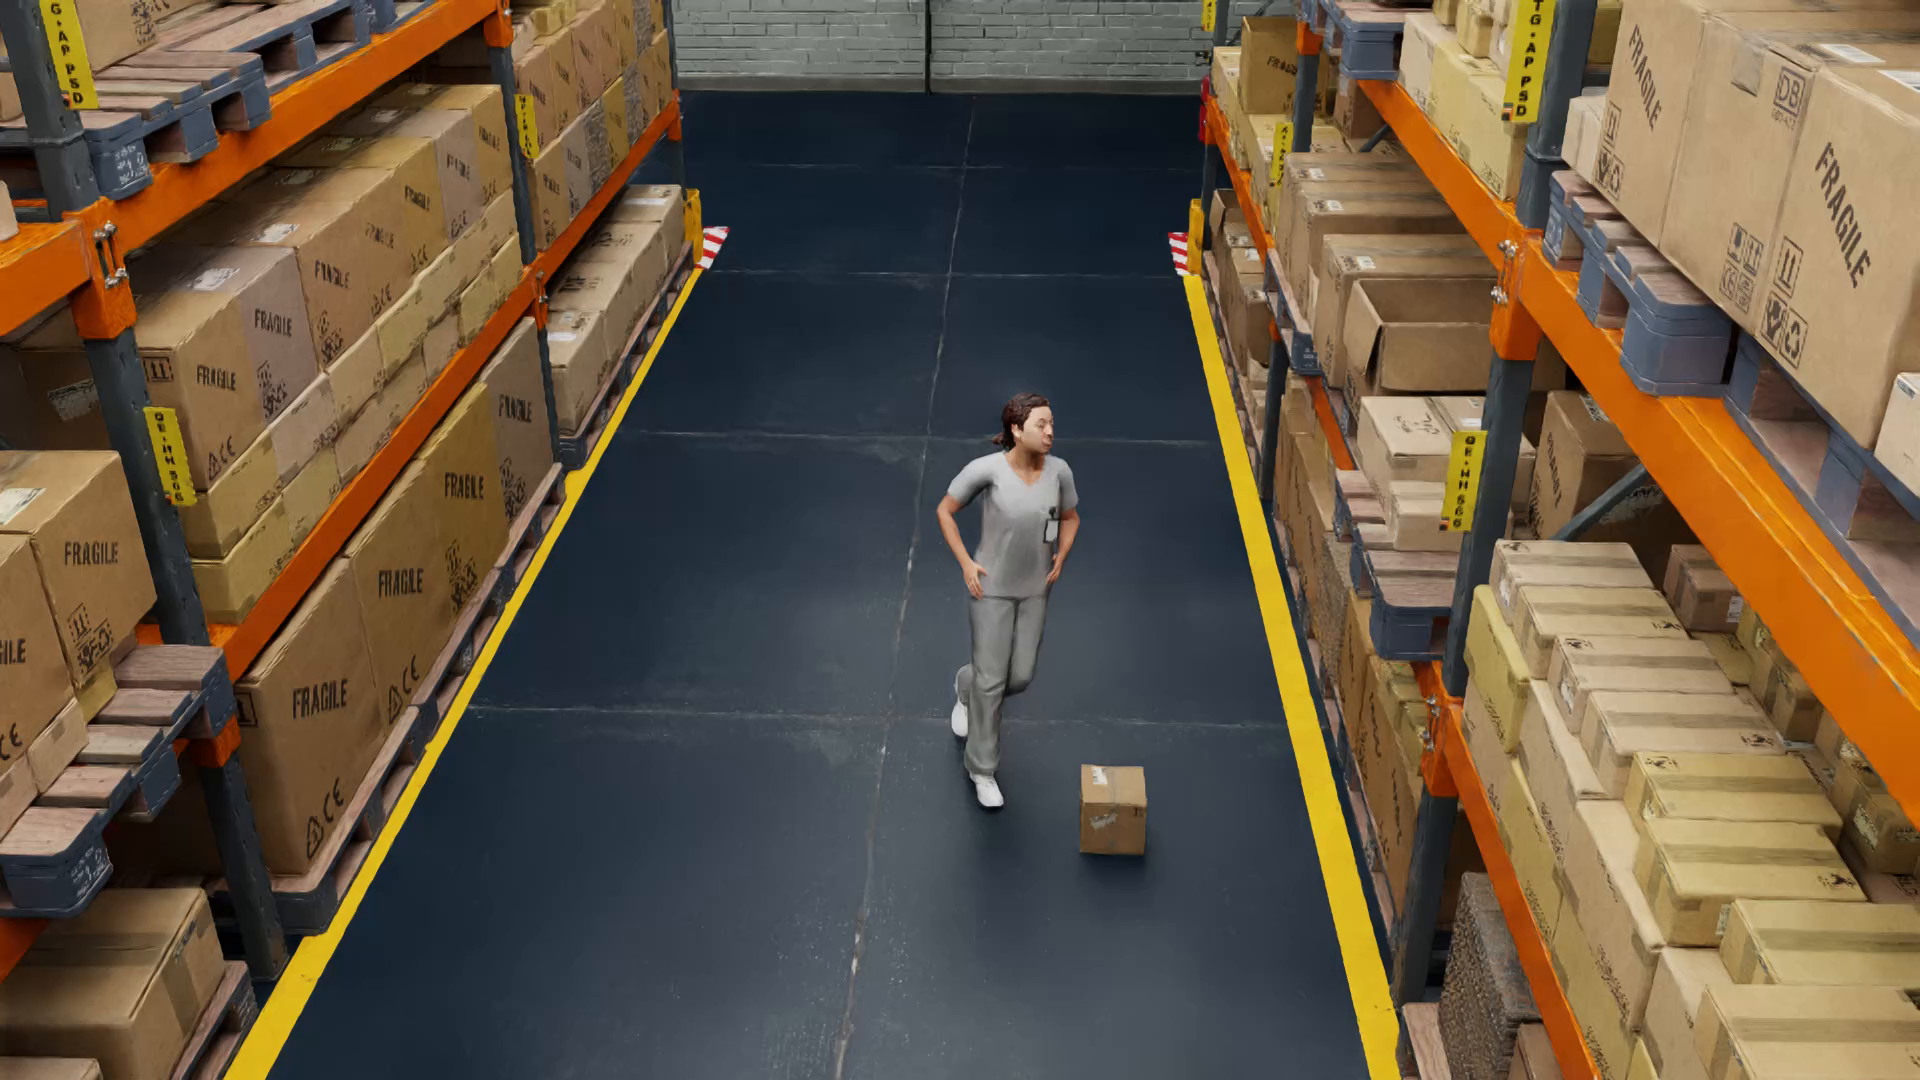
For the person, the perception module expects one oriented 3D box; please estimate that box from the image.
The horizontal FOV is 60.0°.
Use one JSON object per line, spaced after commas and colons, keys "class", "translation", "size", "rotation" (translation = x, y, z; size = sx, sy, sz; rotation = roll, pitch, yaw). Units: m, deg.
{"class": "person", "translation": [0.238, 0.196, 6.791], "size": [0.594, 1.636, 0.718], "rotation": [-10, 30, -18]}
